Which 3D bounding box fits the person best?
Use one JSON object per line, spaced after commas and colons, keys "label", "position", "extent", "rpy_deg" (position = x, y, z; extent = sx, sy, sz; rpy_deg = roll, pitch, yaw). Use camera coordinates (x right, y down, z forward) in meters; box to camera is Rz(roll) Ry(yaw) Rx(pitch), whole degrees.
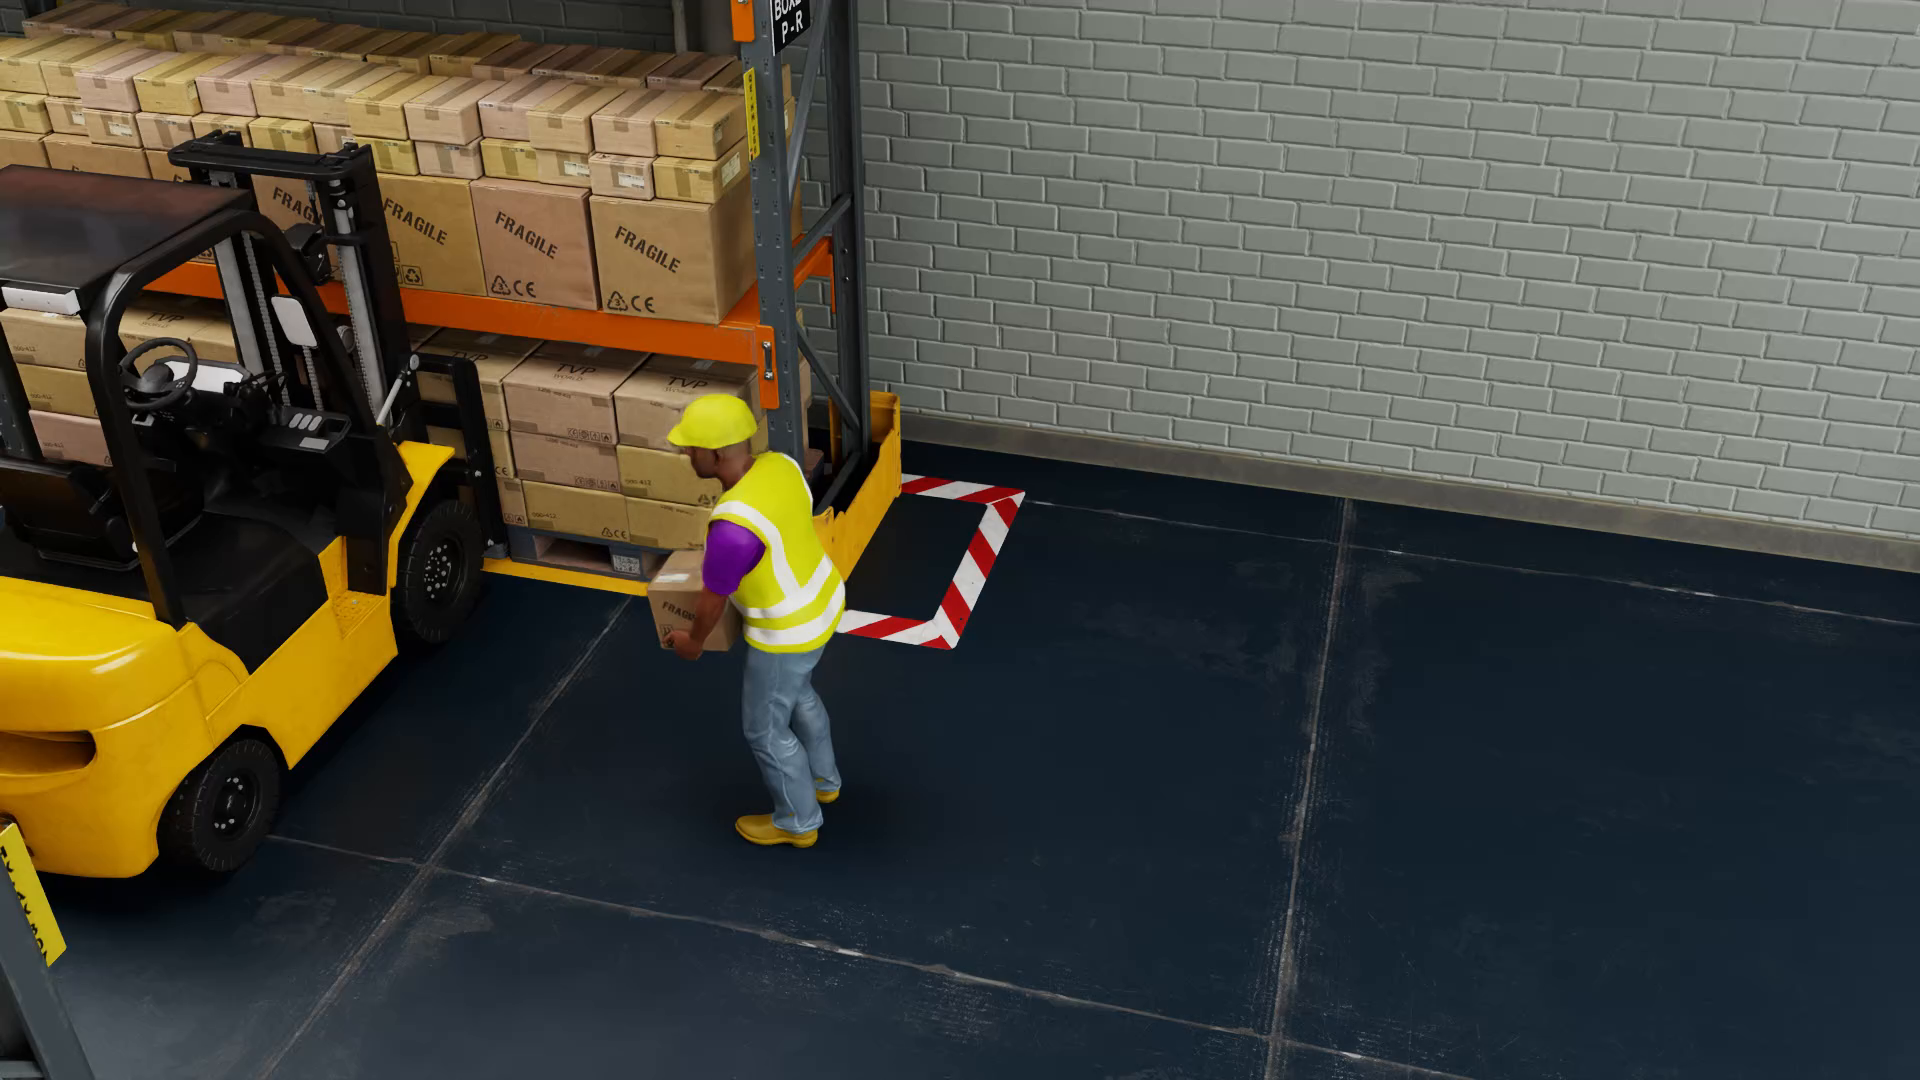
{"label": "person", "position": [-0.672, 0.283, 5.703], "extent": [0.532, 1.733, 0.458], "rpy_deg": [8, 33, 12]}
